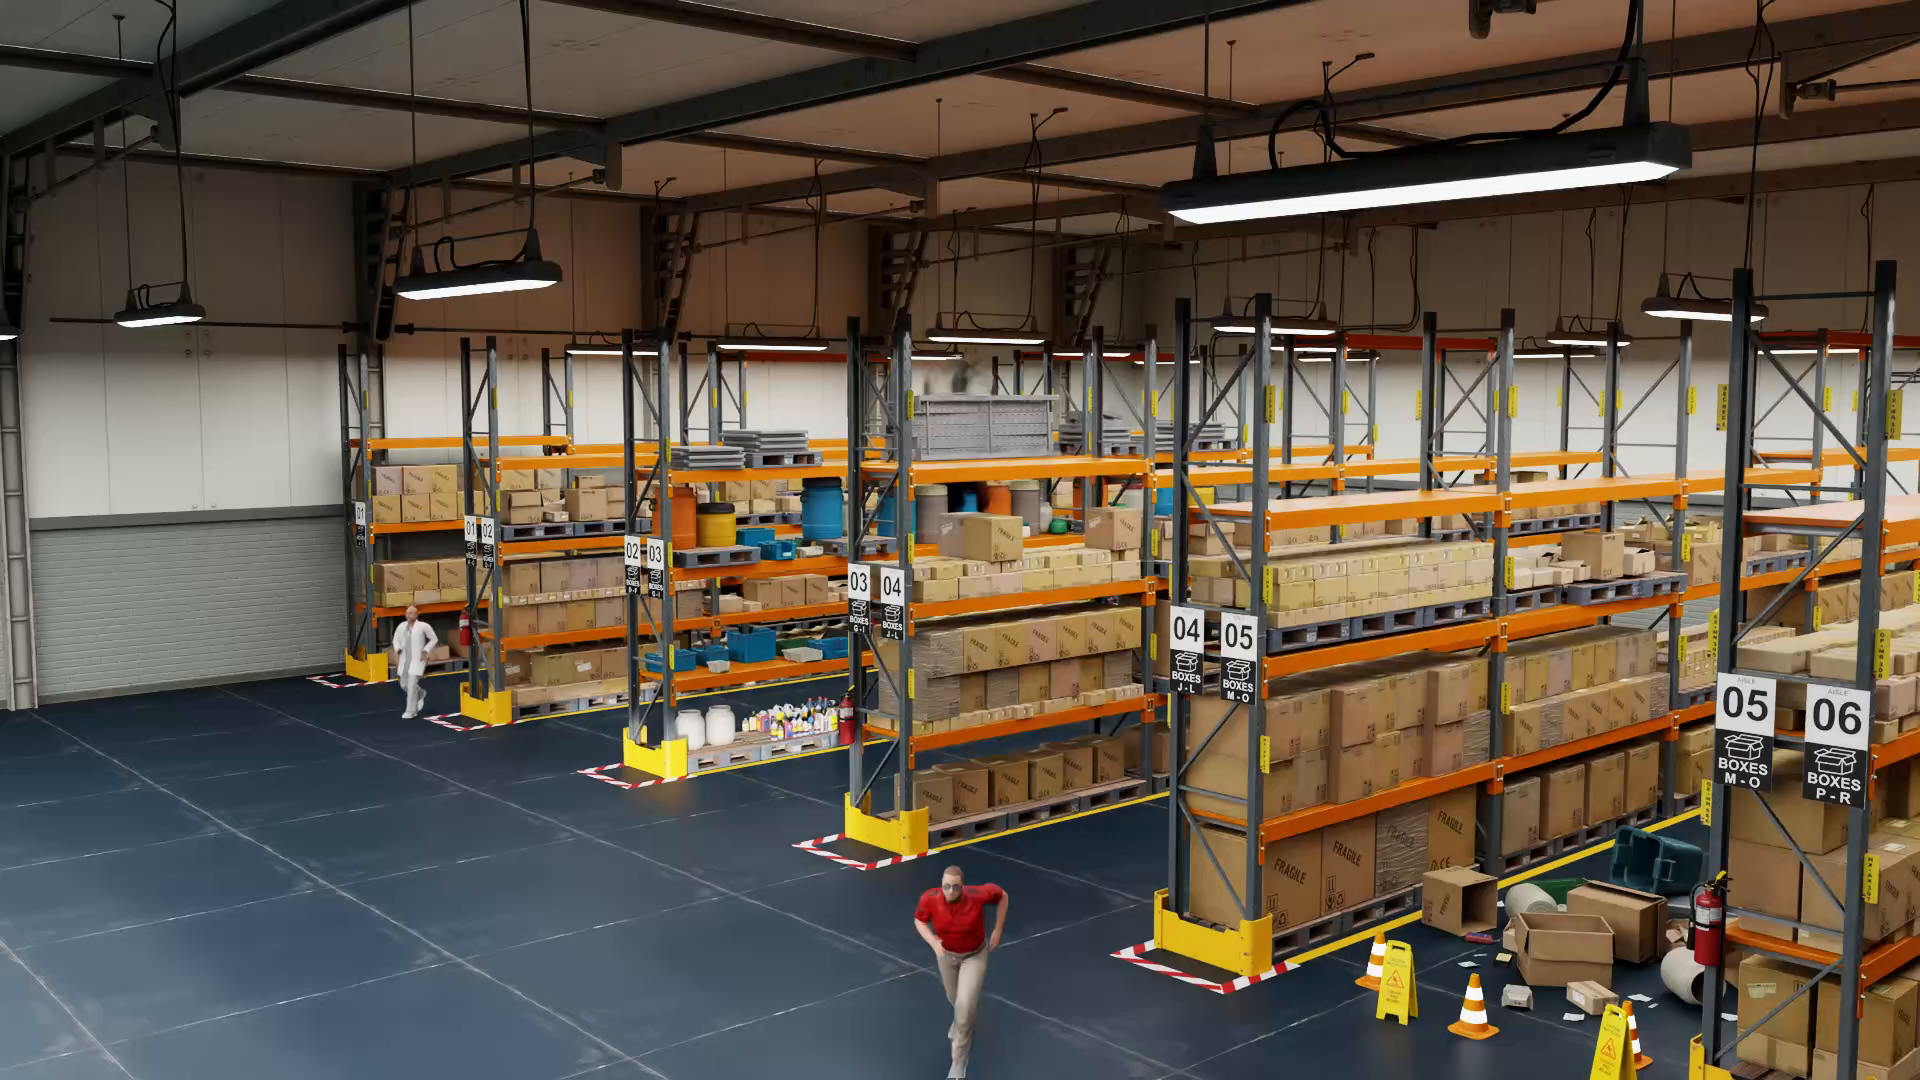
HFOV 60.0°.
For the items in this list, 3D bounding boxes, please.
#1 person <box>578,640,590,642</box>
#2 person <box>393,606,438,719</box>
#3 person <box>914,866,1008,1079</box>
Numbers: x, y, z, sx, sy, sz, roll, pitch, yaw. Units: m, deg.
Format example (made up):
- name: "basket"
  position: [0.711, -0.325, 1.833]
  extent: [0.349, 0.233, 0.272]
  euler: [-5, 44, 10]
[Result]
- name: "person"
  position: [-6.741, 1.642, 30.261]
  extent: [0.616, 1.660, 0.554]
  euler: [5, 7, 41]
- name: "person"
  position: [-8.688, 1.927, 26.403]
  extent: [0.737, 1.752, 0.735]
  euler: [1, 5, 11]
- name: "person"
  position: [0.025, 3.238, 12.807]
  extent: [0.707, 1.697, 1.007]
  euler: [1, 5, 8]
